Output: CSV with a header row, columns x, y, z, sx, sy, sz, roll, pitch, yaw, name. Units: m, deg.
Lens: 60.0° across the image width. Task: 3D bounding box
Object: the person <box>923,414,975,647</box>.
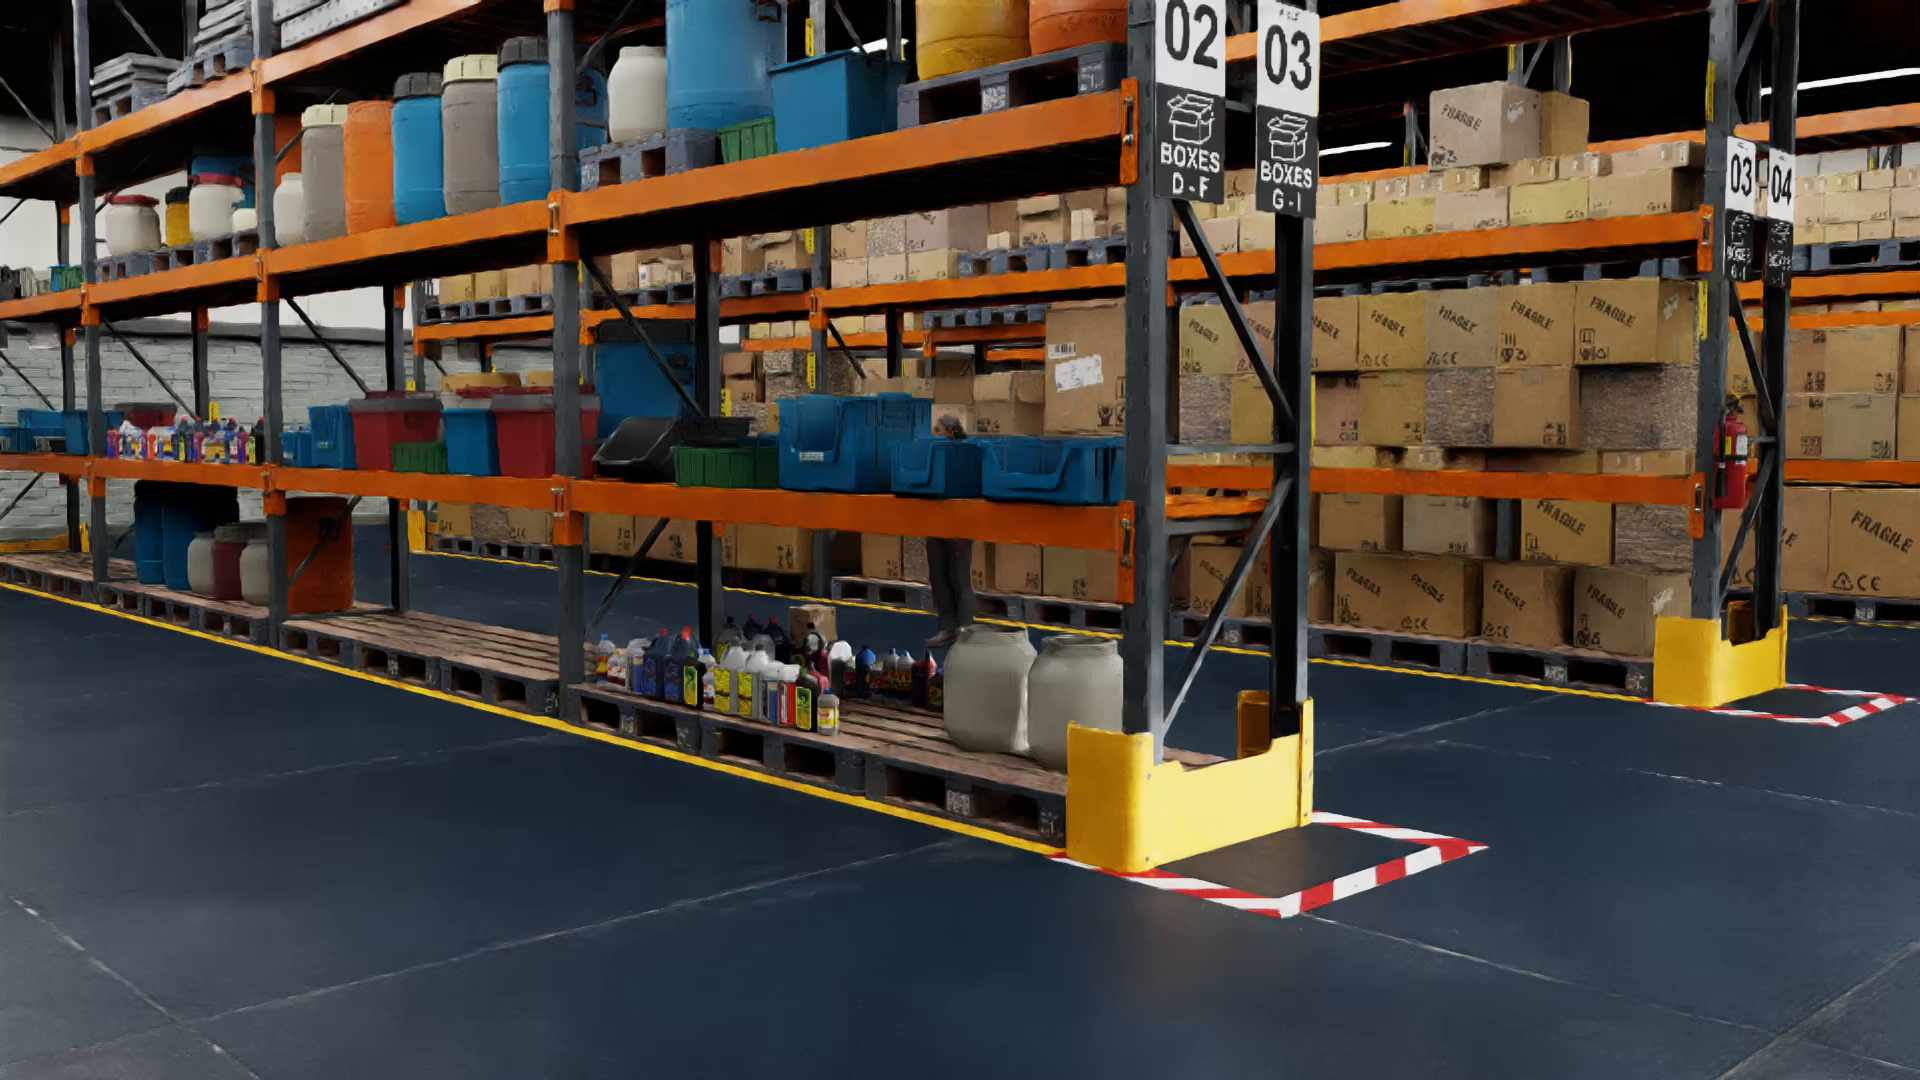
x,y,z,sx,sy,sz,roll,pitch,yaw,name
-0.058,-0.068,11.912,0.363,1.668,0.483,-4,6,-45,person
